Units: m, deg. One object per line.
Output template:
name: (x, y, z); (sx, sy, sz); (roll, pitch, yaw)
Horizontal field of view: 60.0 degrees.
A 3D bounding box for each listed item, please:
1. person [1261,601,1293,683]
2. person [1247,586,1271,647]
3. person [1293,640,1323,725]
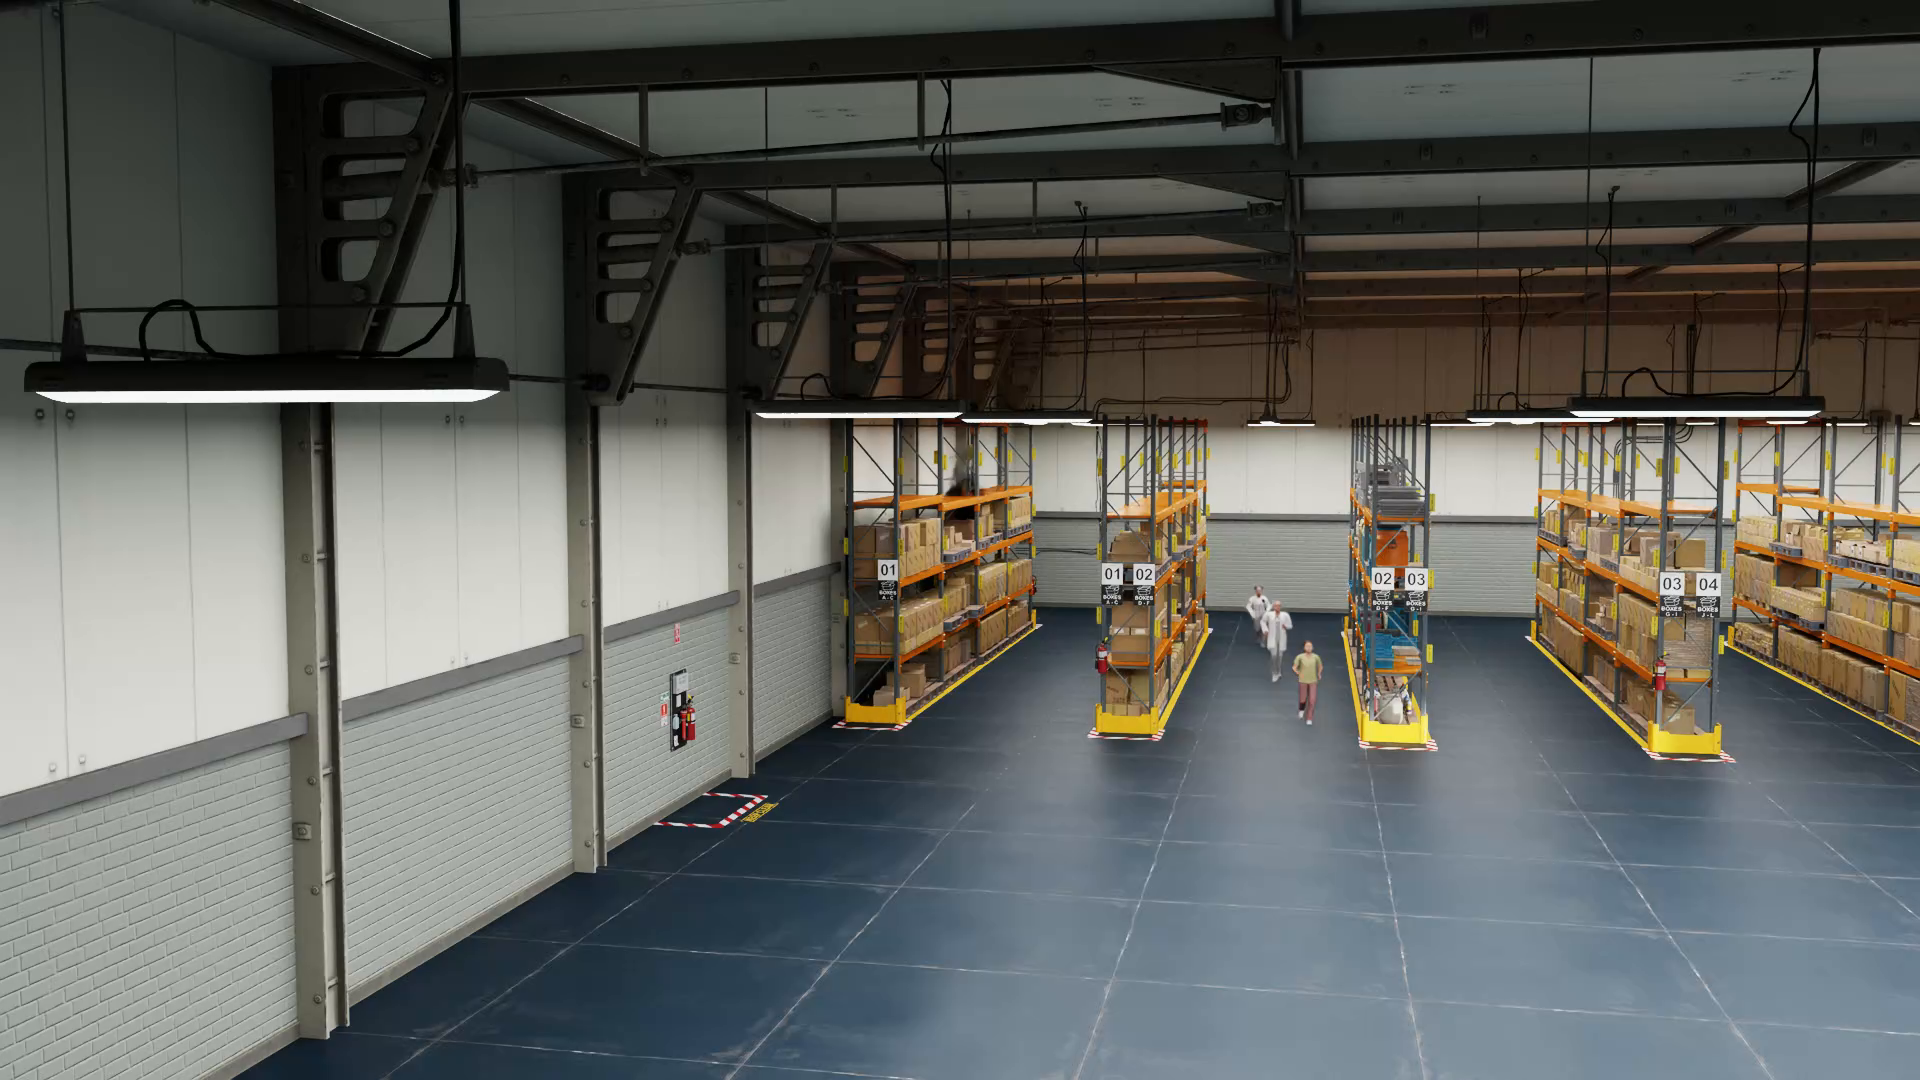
person: (7.239, 2.299, 37.983); (0.694, 1.824, 0.875); (0, 4, 3)
person: (7.886, 2.007, 43.785); (0.619, 1.628, 0.571); (0, 4, 5)
person: (6.770, 2.757, 32.320); (0.581, 1.619, 0.641); (0, 4, 3)
